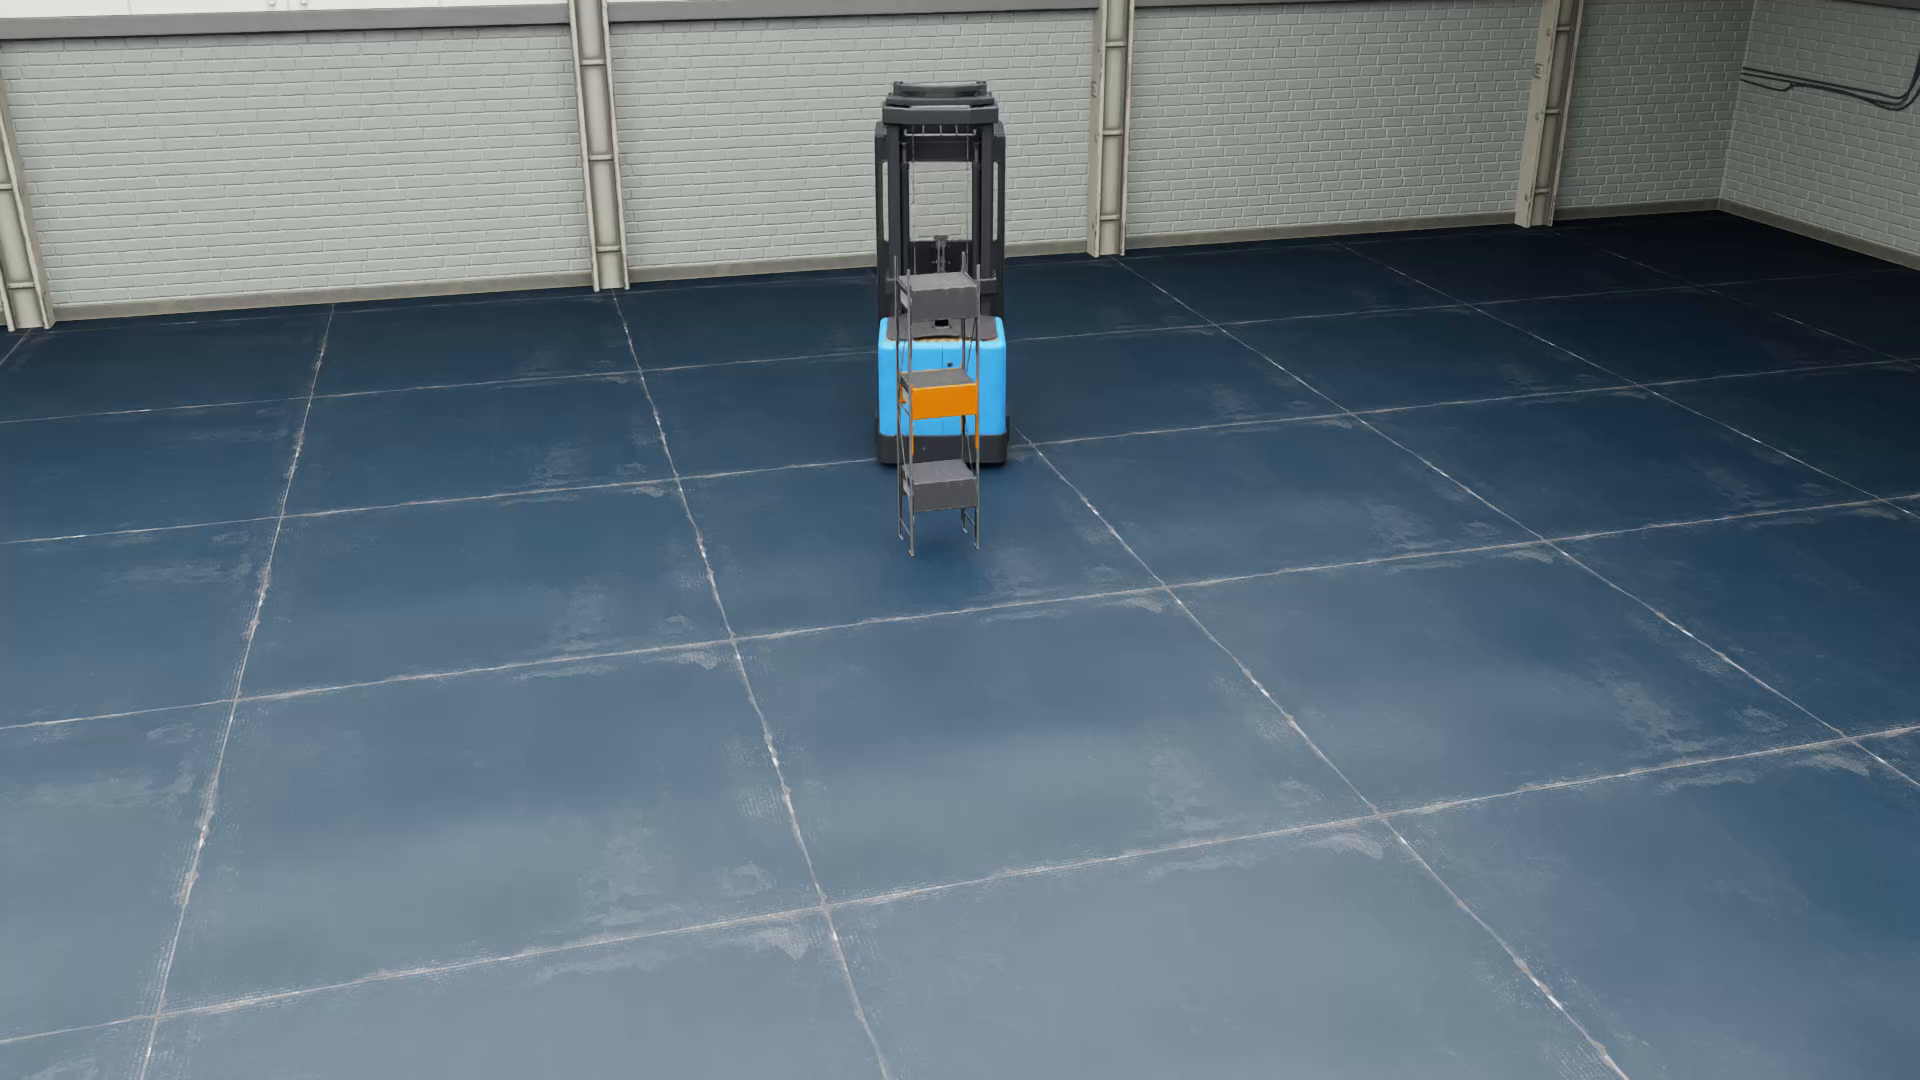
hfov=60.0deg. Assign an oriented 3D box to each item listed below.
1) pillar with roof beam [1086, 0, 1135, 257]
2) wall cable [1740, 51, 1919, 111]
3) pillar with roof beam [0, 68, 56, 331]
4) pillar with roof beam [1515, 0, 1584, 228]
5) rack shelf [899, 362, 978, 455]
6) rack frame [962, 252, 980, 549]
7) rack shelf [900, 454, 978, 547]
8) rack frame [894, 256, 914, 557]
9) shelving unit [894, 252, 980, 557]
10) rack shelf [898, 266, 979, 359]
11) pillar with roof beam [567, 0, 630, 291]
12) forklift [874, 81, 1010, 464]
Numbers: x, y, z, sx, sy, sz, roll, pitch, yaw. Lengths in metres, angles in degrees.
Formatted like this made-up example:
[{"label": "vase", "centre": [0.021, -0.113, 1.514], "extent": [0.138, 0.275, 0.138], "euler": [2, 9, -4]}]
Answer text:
[{"label": "pillar with roof beam", "centre": [2.954, -6.034, 14.900], "extent": [0.400, 9.000, 9.100], "euler": [-6, 24, -14]}, {"label": "wall cable", "centre": [10.761, -6.692, 20.372], "extent": [0.112, 2.526, 3.097], "euler": [-6, 24, -14]}, {"label": "pillar with roof beam", "centre": [-8.600, -4.755, 11.921], "extent": [0.400, 9.000, 9.100], "euler": [-6, 24, -14]}, {"label": "pillar with roof beam", "centre": [8.731, -6.673, 16.389], "extent": [0.400, 9.000, 9.100], "euler": [-6, 24, -14]}, {"label": "rack shelf", "centre": [-0.159, -0.935, 11.800], "extent": [0.480, 0.518, 0.431], "euler": [-6, 24, -14]}, {"label": "rack frame", "centre": [0.076, -0.973, 11.855], "extent": [0.015, 2.100, 0.400], "euler": [-6, 24, -14]}, {"label": "rack shelf", "centre": [-0.159, -0.291, 12.076], "extent": [0.480, 0.518, 0.431], "euler": [-6, 24, -14]}, {"label": "rack frame", "centre": [-0.394, -0.921, 11.734], "extent": [0.015, 2.100, 0.400], "euler": [-6, 24, -14]}, {"label": "shelving unit", "centre": [-0.159, -0.947, 11.795], "extent": [0.503, 2.100, 0.431], "euler": [-6, 24, -14]}, {"label": "rack shelf", "centre": [-0.159, -1.578, 11.524], "extent": [0.480, 0.518, 0.431], "euler": [-6, 24, -14]}, {"label": "pillar with roof beam", "centre": [-2.823, -5.395, 13.410], "extent": [0.400, 9.000, 9.100], "euler": [-6, 24, -14]}, {"label": "forklift", "centre": [-0.171, -2.501, 14.361], "extent": [1.130, 2.935, 3.031], "euler": [0, 23, -1]}]
